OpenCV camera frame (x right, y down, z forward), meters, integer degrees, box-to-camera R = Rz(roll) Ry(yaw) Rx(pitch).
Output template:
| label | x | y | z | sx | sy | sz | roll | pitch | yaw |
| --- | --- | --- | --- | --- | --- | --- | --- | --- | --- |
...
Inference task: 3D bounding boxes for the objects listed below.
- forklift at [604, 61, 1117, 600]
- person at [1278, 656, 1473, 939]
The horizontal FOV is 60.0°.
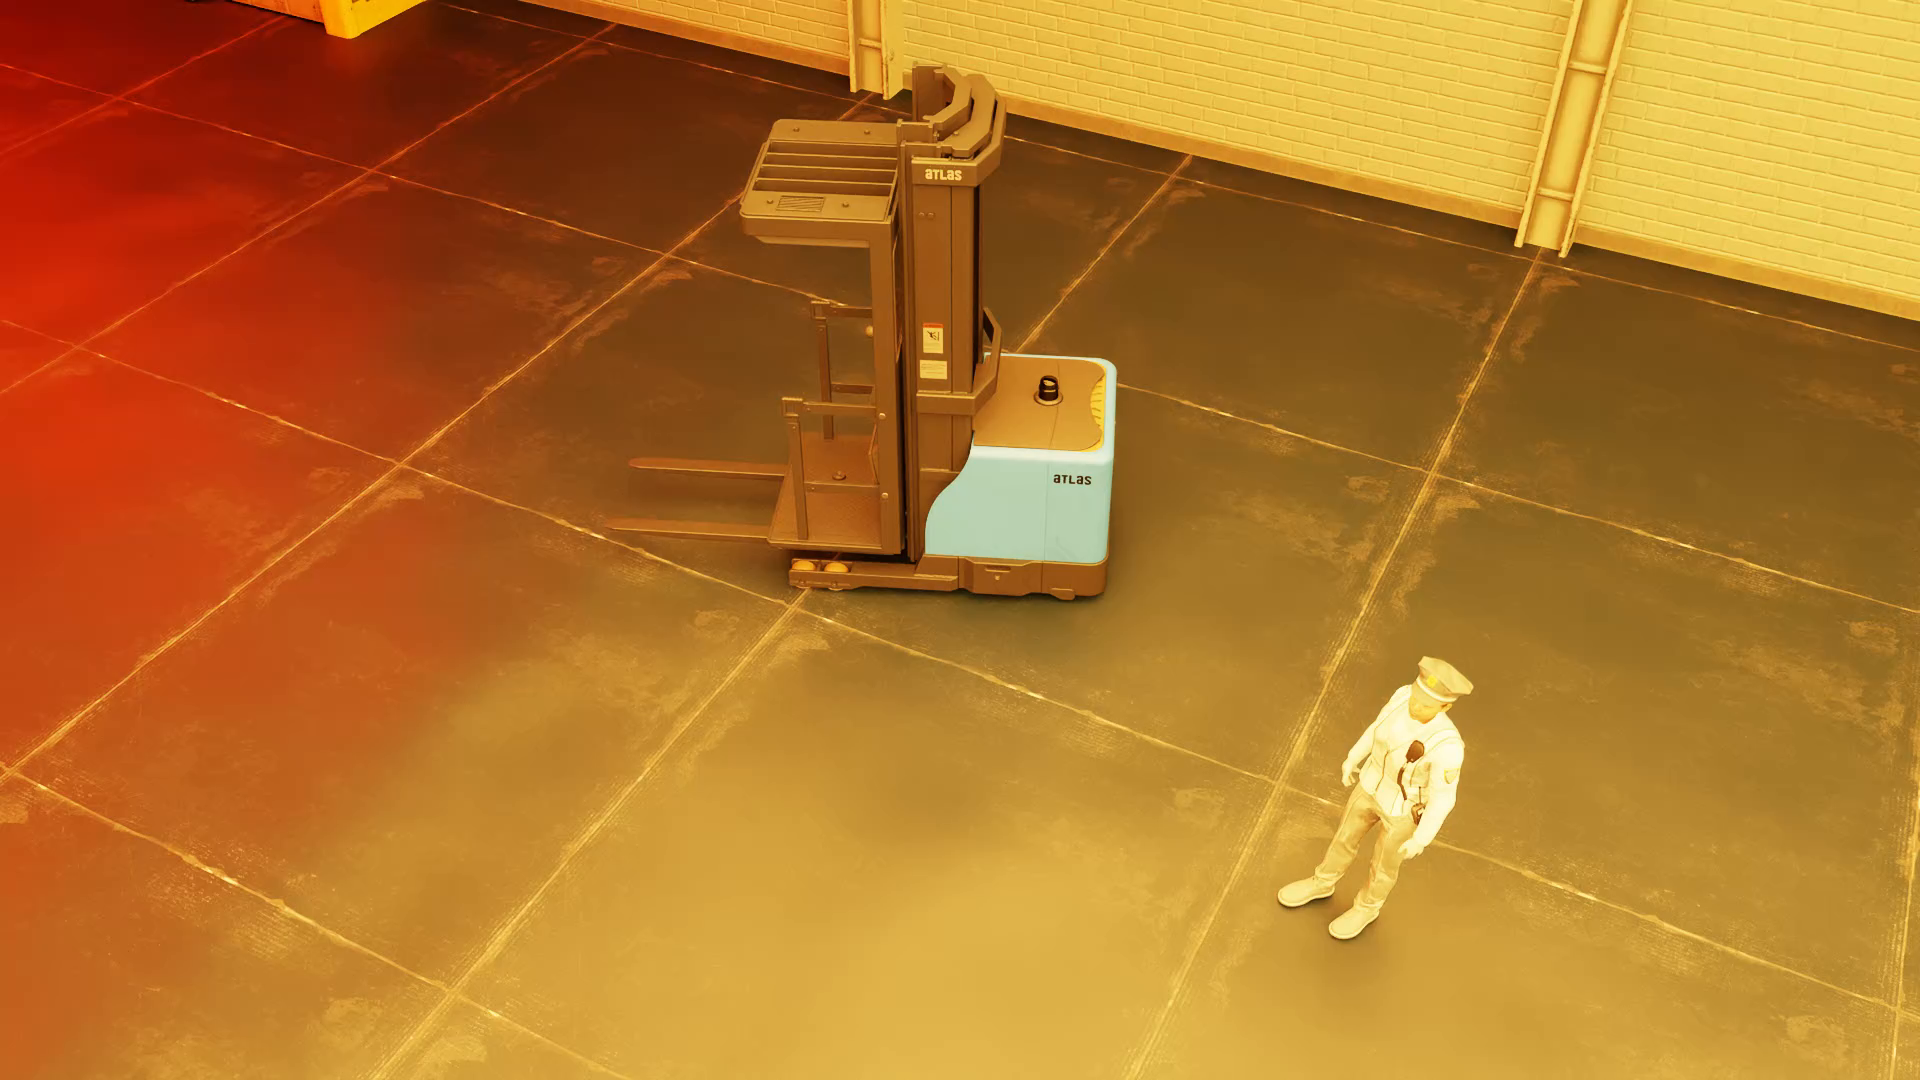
| label | x | y | z | sx | sy | sz | roll | pitch | yaw |
| --- | --- | --- | --- | --- | --- | --- | --- | --- | --- |
| forklift | -0.606 | -1.157 | 9.360 | 3.031 | 2.935 | 1.130 | 3 | 40 | 4 |
| person | 1.904 | 1.192 | 7.520 | 0.535 | 1.697 | 0.587 | -17 | 43 | -19 |
